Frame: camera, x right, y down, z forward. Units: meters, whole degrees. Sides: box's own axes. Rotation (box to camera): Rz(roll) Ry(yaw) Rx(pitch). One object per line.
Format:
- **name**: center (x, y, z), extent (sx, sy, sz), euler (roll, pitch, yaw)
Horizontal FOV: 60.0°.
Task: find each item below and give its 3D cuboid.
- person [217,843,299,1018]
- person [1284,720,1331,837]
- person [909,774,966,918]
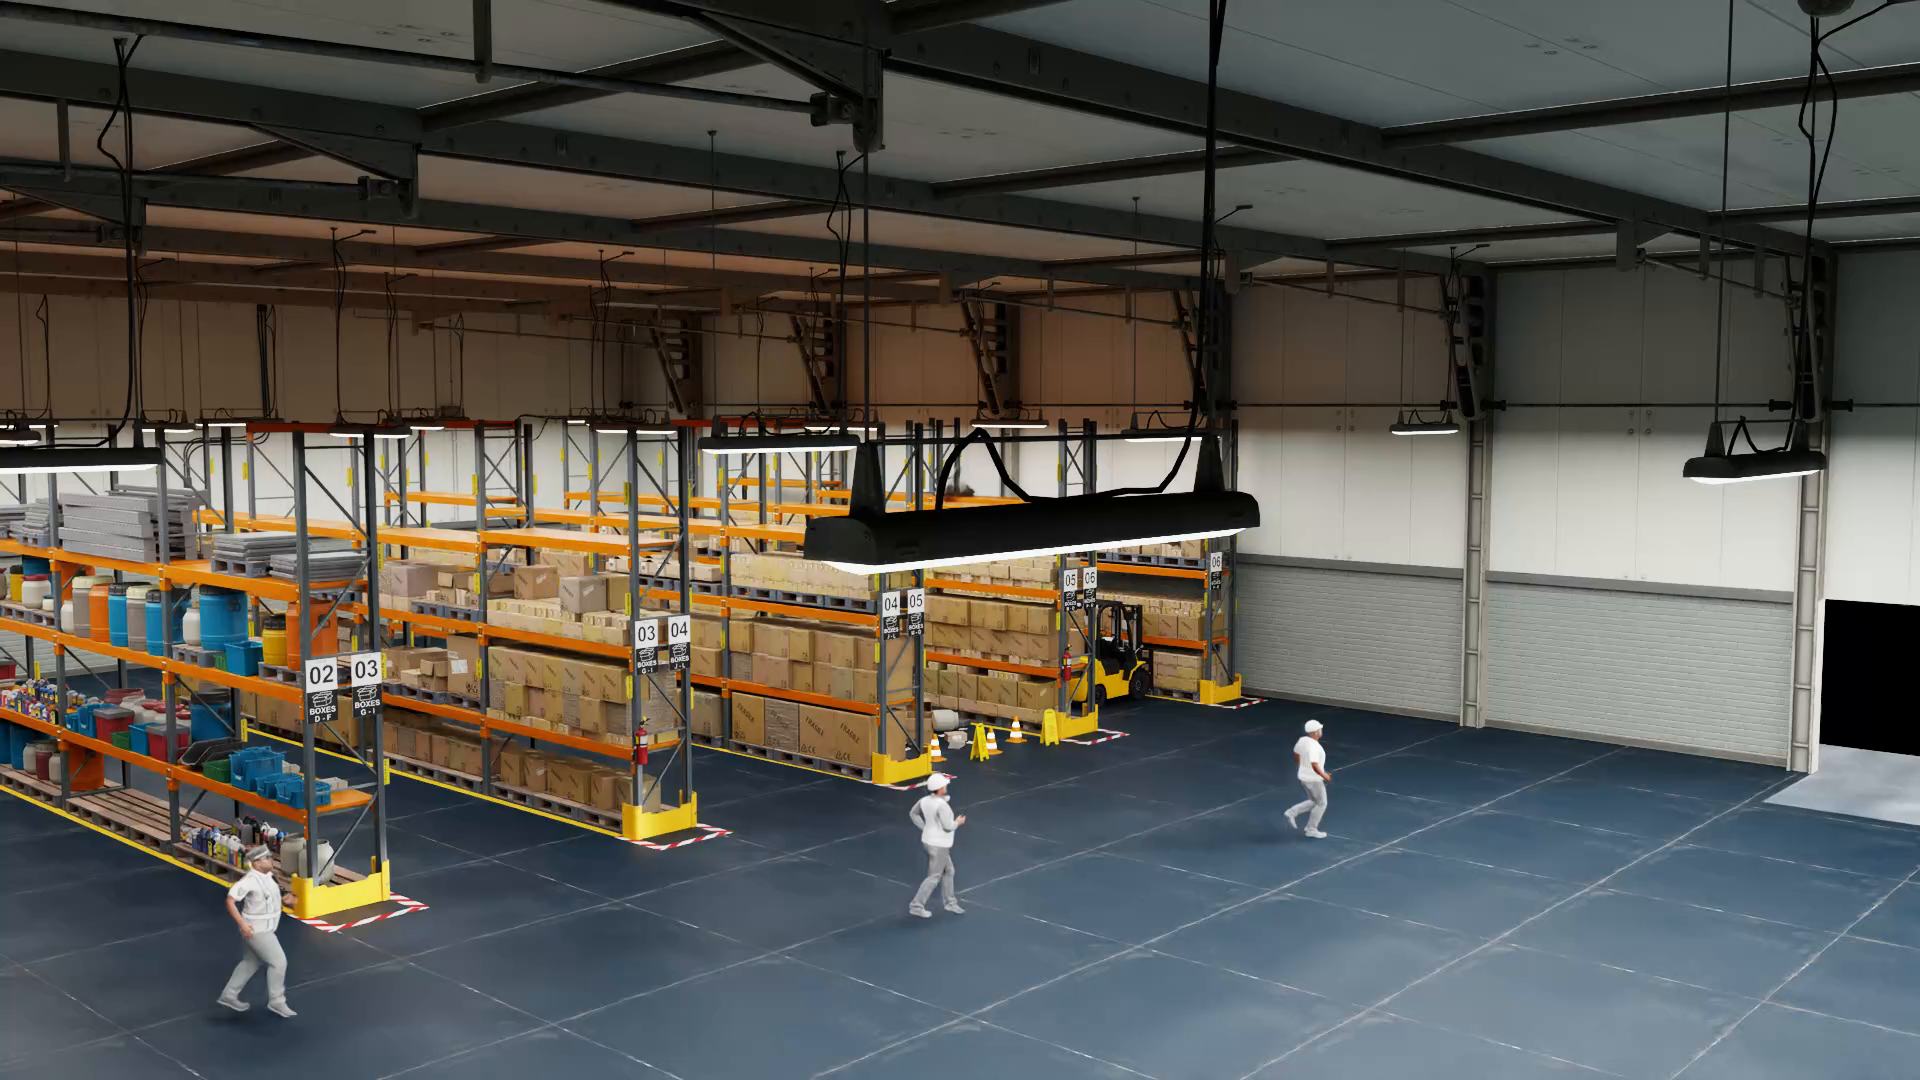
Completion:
- **person**: center (-7.278, 4.048, 17.214), extent (0.816, 1.842, 0.645), euler (-1, 5, -17)
- **person**: center (5.072, 3.486, 24.317), extent (0.602, 1.720, 0.733), euler (-1, 5, -12)
- **person**: center (-0.275, 3.761, 20.398), extent (0.801, 1.806, 0.654), euler (-2, 5, -25)
